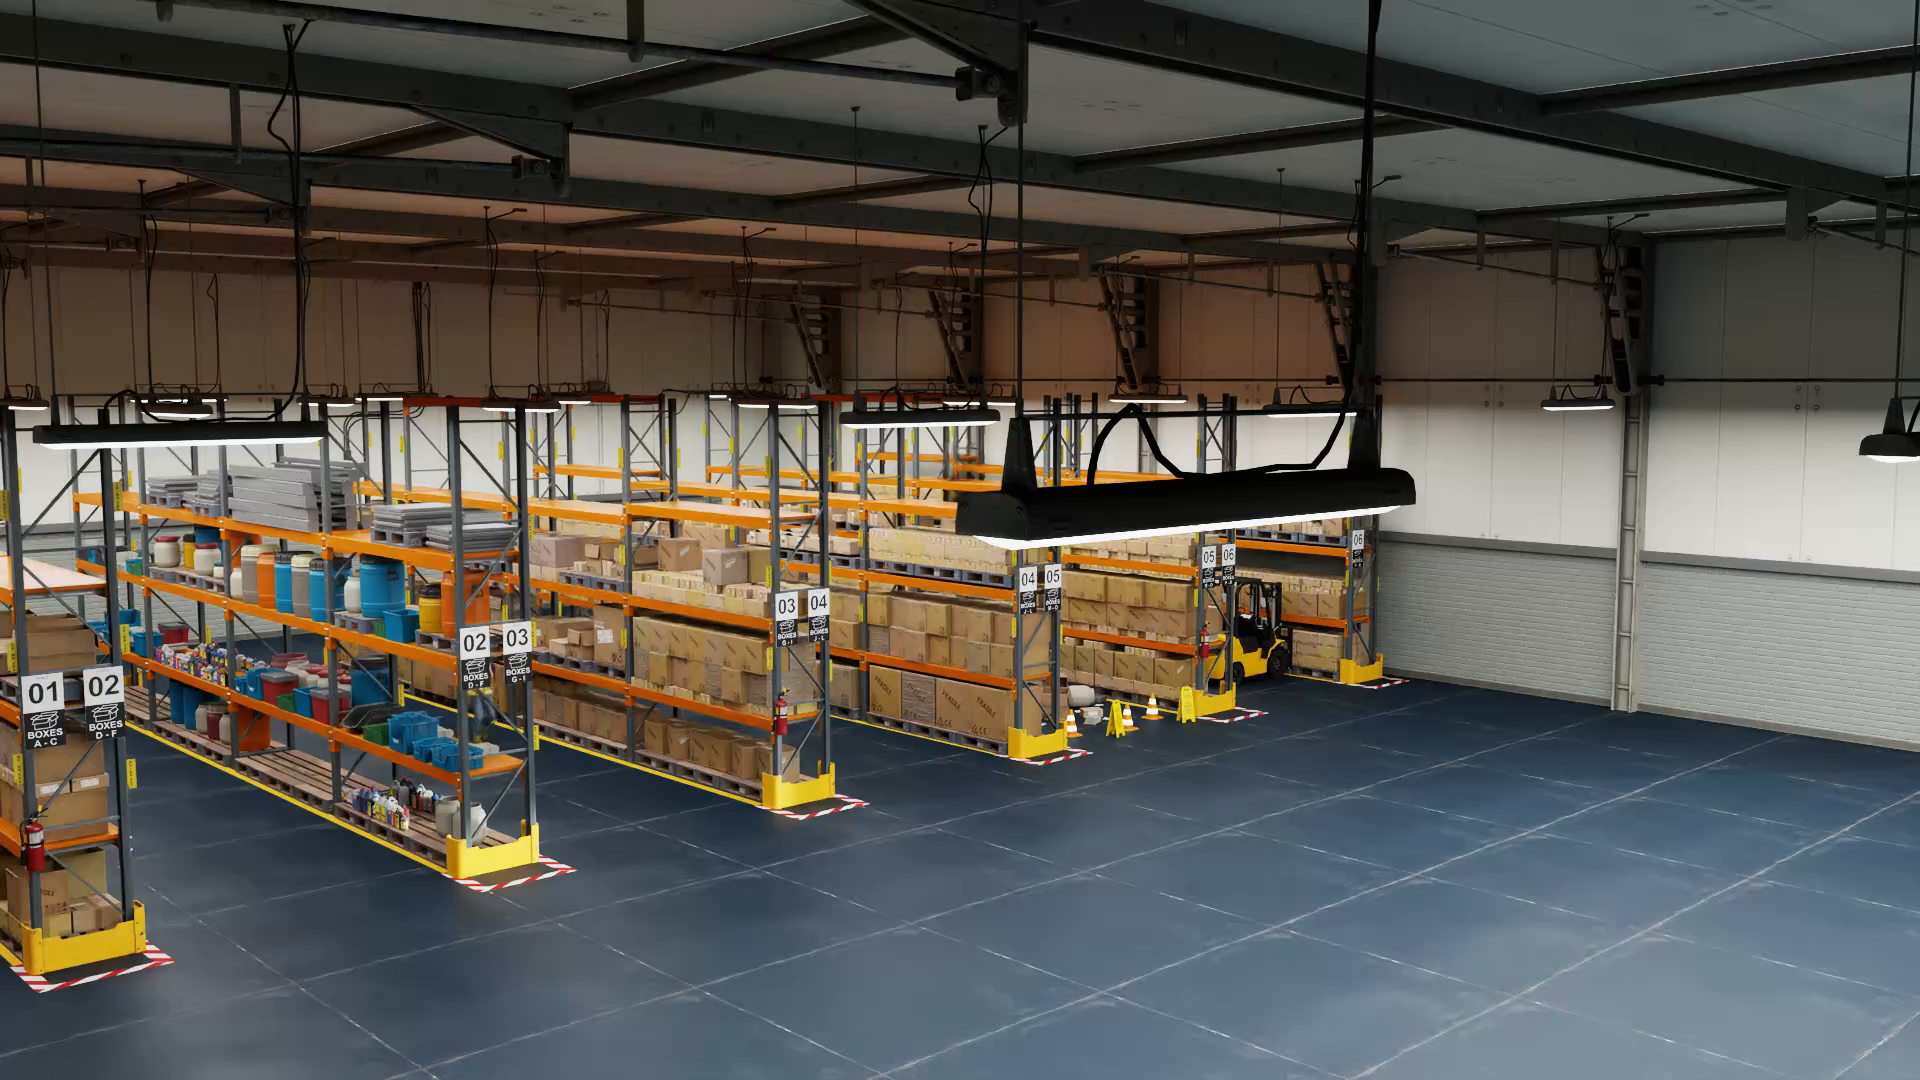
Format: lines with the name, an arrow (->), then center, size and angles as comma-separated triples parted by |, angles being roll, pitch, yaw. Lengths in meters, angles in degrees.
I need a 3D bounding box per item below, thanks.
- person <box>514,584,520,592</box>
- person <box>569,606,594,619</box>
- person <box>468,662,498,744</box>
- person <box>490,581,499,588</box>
person -> -10.651, 1.677, 40.231 | 0.577, 1.590, 0.680 | 3, 6, 26
person -> -9.358, 1.489, 40.978 | 0.863, 1.804, 0.666 | 0, 6, -1
person -> -8.265, 2.678, 28.825 | 0.733, 1.720, 0.582 | -5, 8, -43
person -> -11.128, 1.755, 39.565 | 0.563, 1.545, 0.467 | 3, 6, 30
